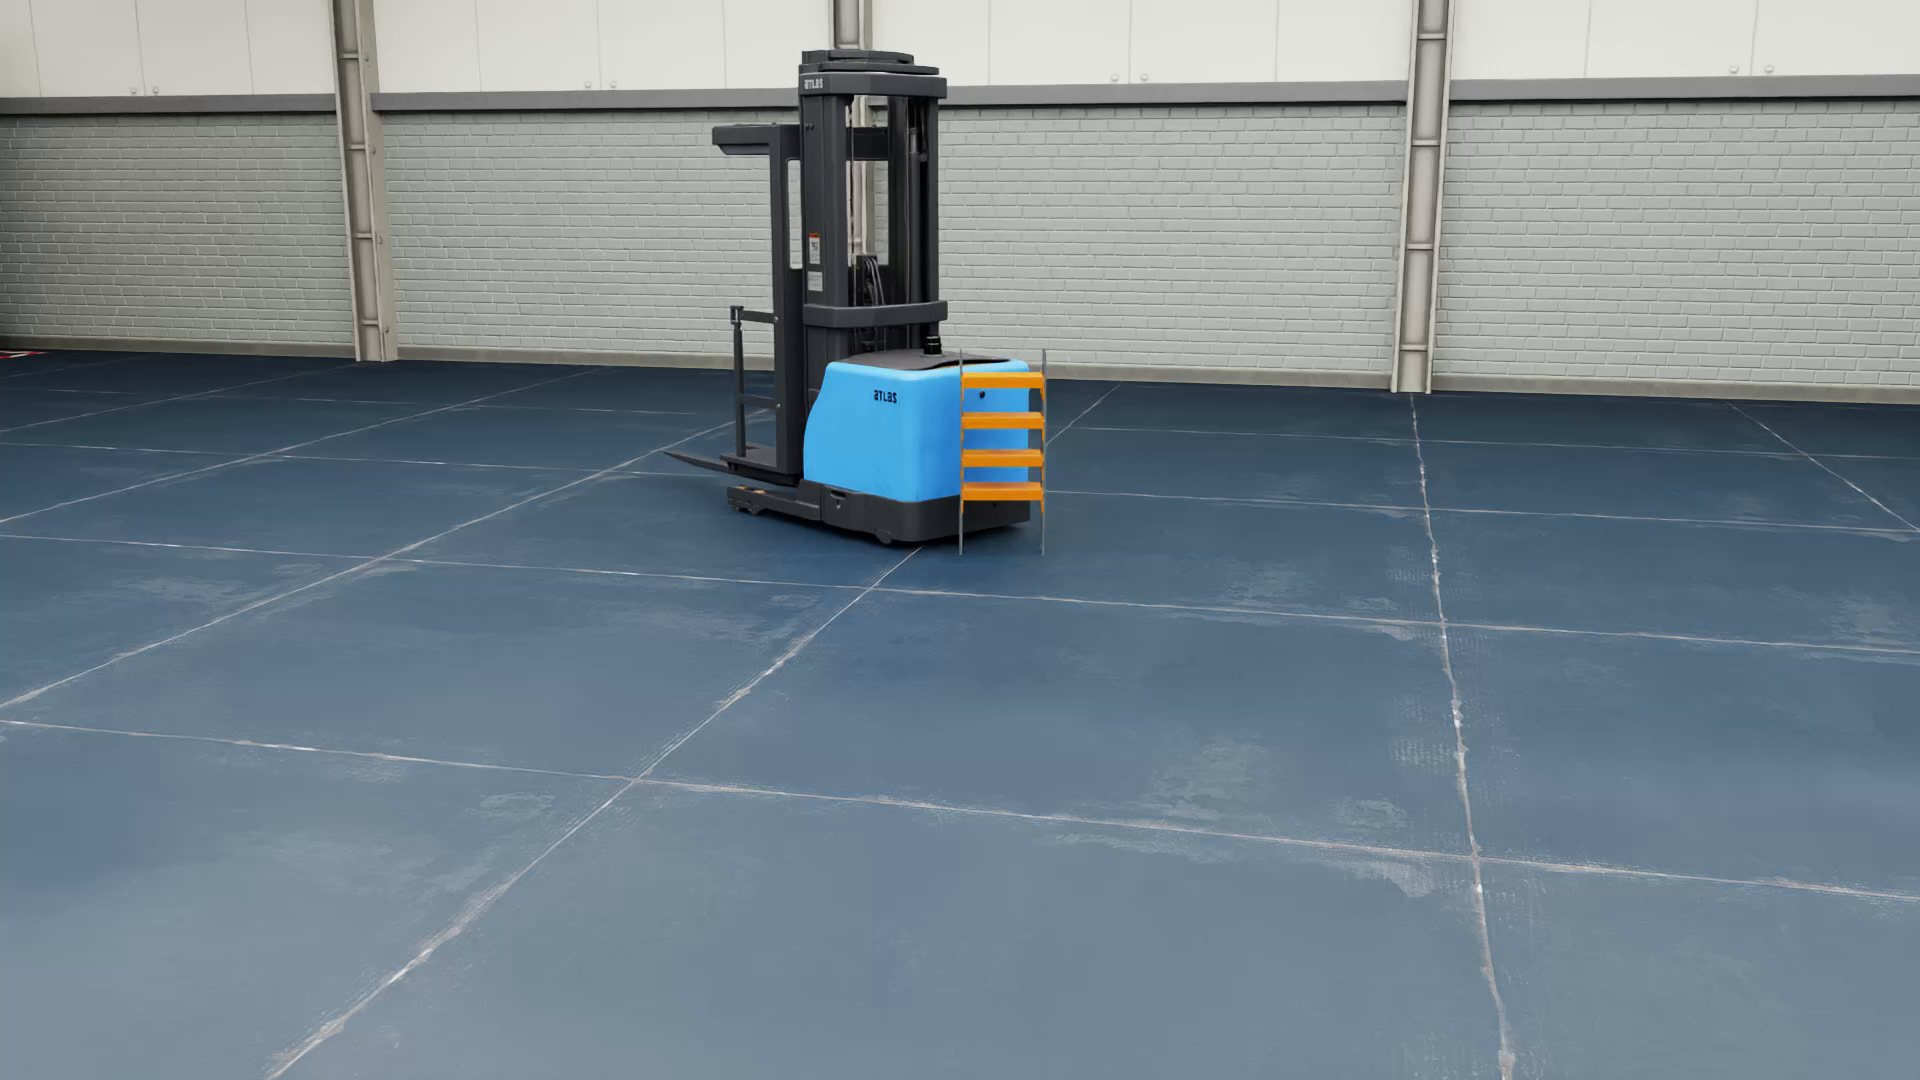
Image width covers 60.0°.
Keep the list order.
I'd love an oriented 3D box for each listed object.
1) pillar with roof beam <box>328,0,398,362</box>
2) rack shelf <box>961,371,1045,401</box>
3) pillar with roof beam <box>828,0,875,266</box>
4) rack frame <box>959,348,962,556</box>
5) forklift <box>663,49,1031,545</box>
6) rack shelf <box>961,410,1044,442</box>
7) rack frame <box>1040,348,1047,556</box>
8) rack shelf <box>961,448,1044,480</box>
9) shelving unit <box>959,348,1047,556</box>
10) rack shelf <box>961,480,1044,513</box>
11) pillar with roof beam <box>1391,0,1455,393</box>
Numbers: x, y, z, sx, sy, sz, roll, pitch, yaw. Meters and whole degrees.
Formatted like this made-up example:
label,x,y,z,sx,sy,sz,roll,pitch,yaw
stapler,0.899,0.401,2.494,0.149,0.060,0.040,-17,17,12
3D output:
label,x,y,z,sx,sy,sz,roll,pitch,yaw
pillar with roof beam,-8.027,-5.650,14.925,0.400,9.000,9.100,3,13,14
rack shelf,0.248,-0.901,9.712,0.480,0.148,0.258,0,13,0
pillar with roof beam,-2.202,-5.339,13.522,0.400,9.000,9.100,3,13,14
rack frame,0.004,-0.518,9.796,0.015,1.200,0.240,0,13,0
forklift,-0.909,-1.661,10.952,1.130,2.935,3.031,-11,17,-40
rack shelf,0.248,-0.671,9.764,0.480,0.148,0.258,0,13,0
rack frame,0.492,-0.518,9.799,0.015,1.200,0.240,0,13,0
rack shelf,0.248,-0.452,9.812,0.480,0.148,0.258,0,13,0
shelving unit,0.248,-0.518,9.797,0.503,1.200,0.258,0,13,0
rack shelf,0.248,-0.258,9.855,0.480,0.148,0.258,0,13,0
pillar with roof beam,3.623,-5.028,12.118,0.400,9.000,9.100,3,13,14
